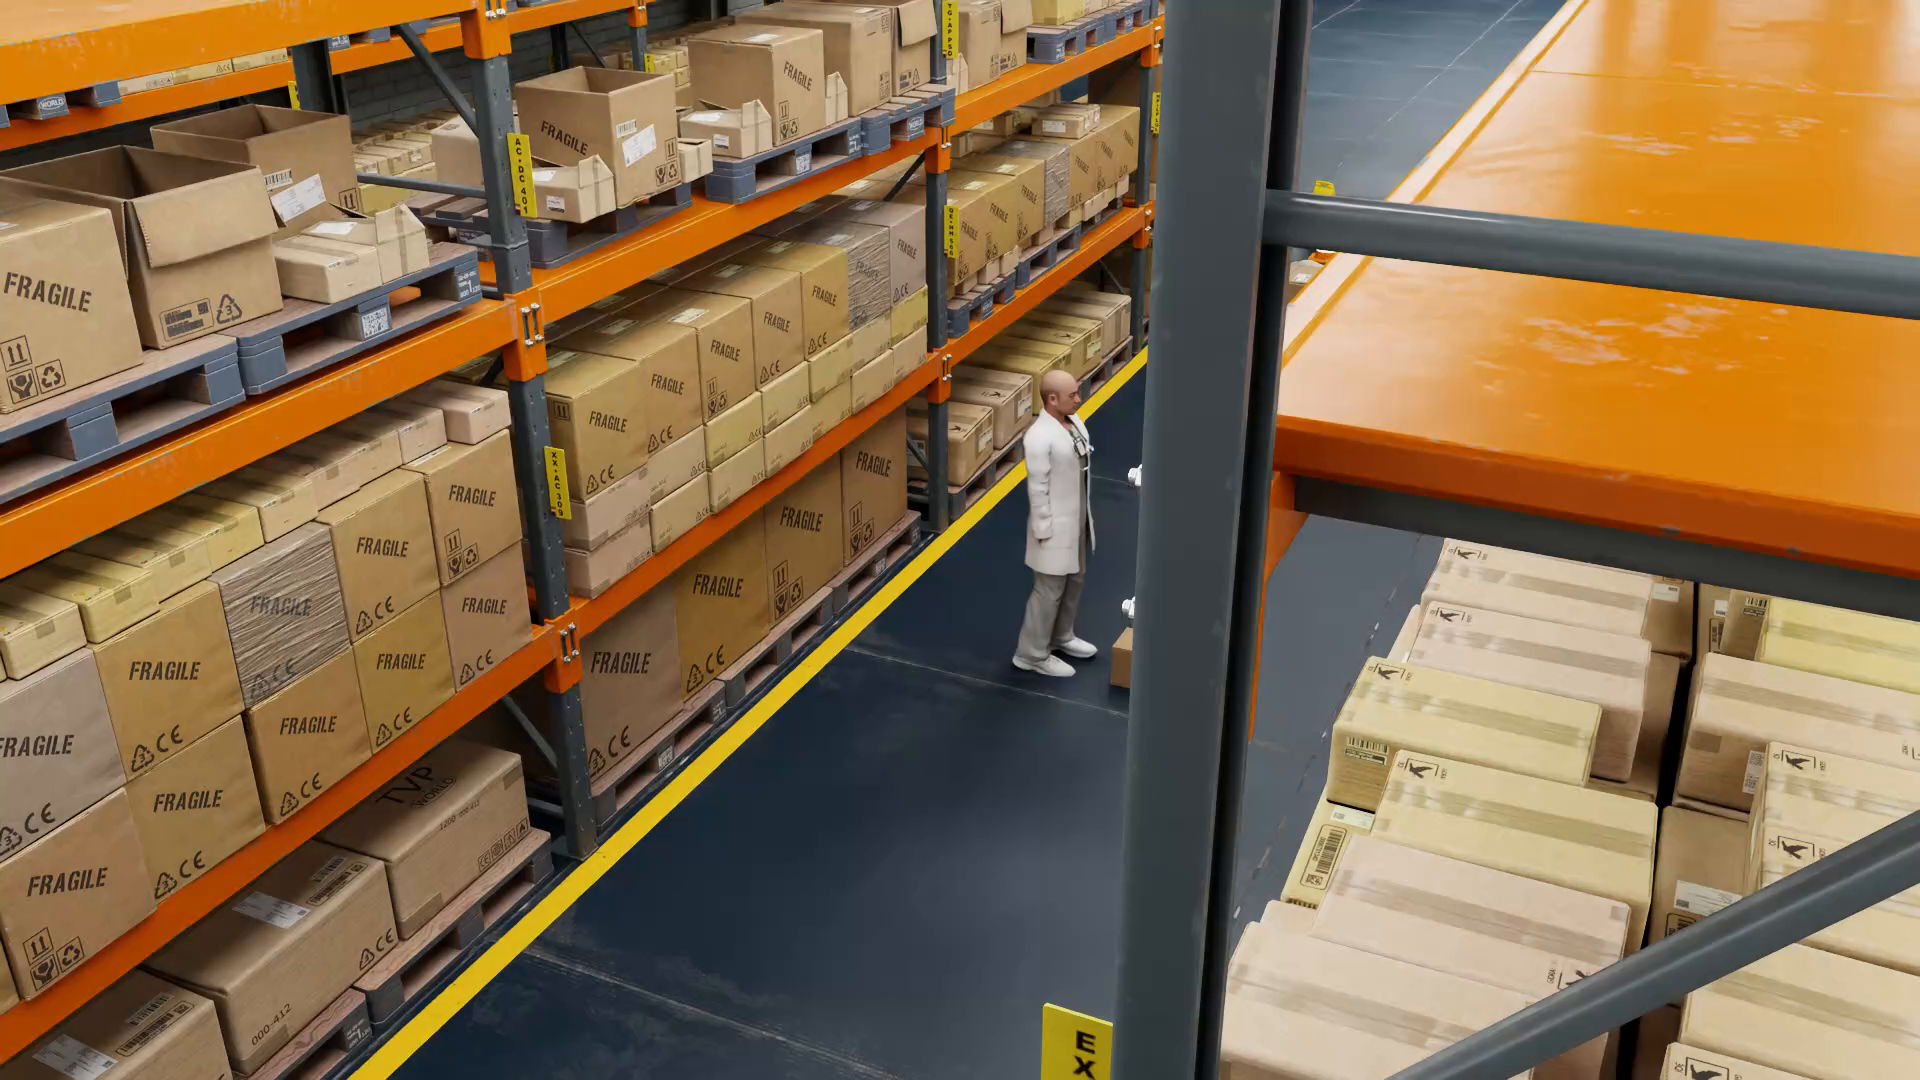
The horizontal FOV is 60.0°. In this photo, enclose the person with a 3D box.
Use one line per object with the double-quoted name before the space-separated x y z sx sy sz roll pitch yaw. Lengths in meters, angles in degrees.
"person" 0.568 -0.087 9.358 0.411 1.773 0.562 12 28 23
